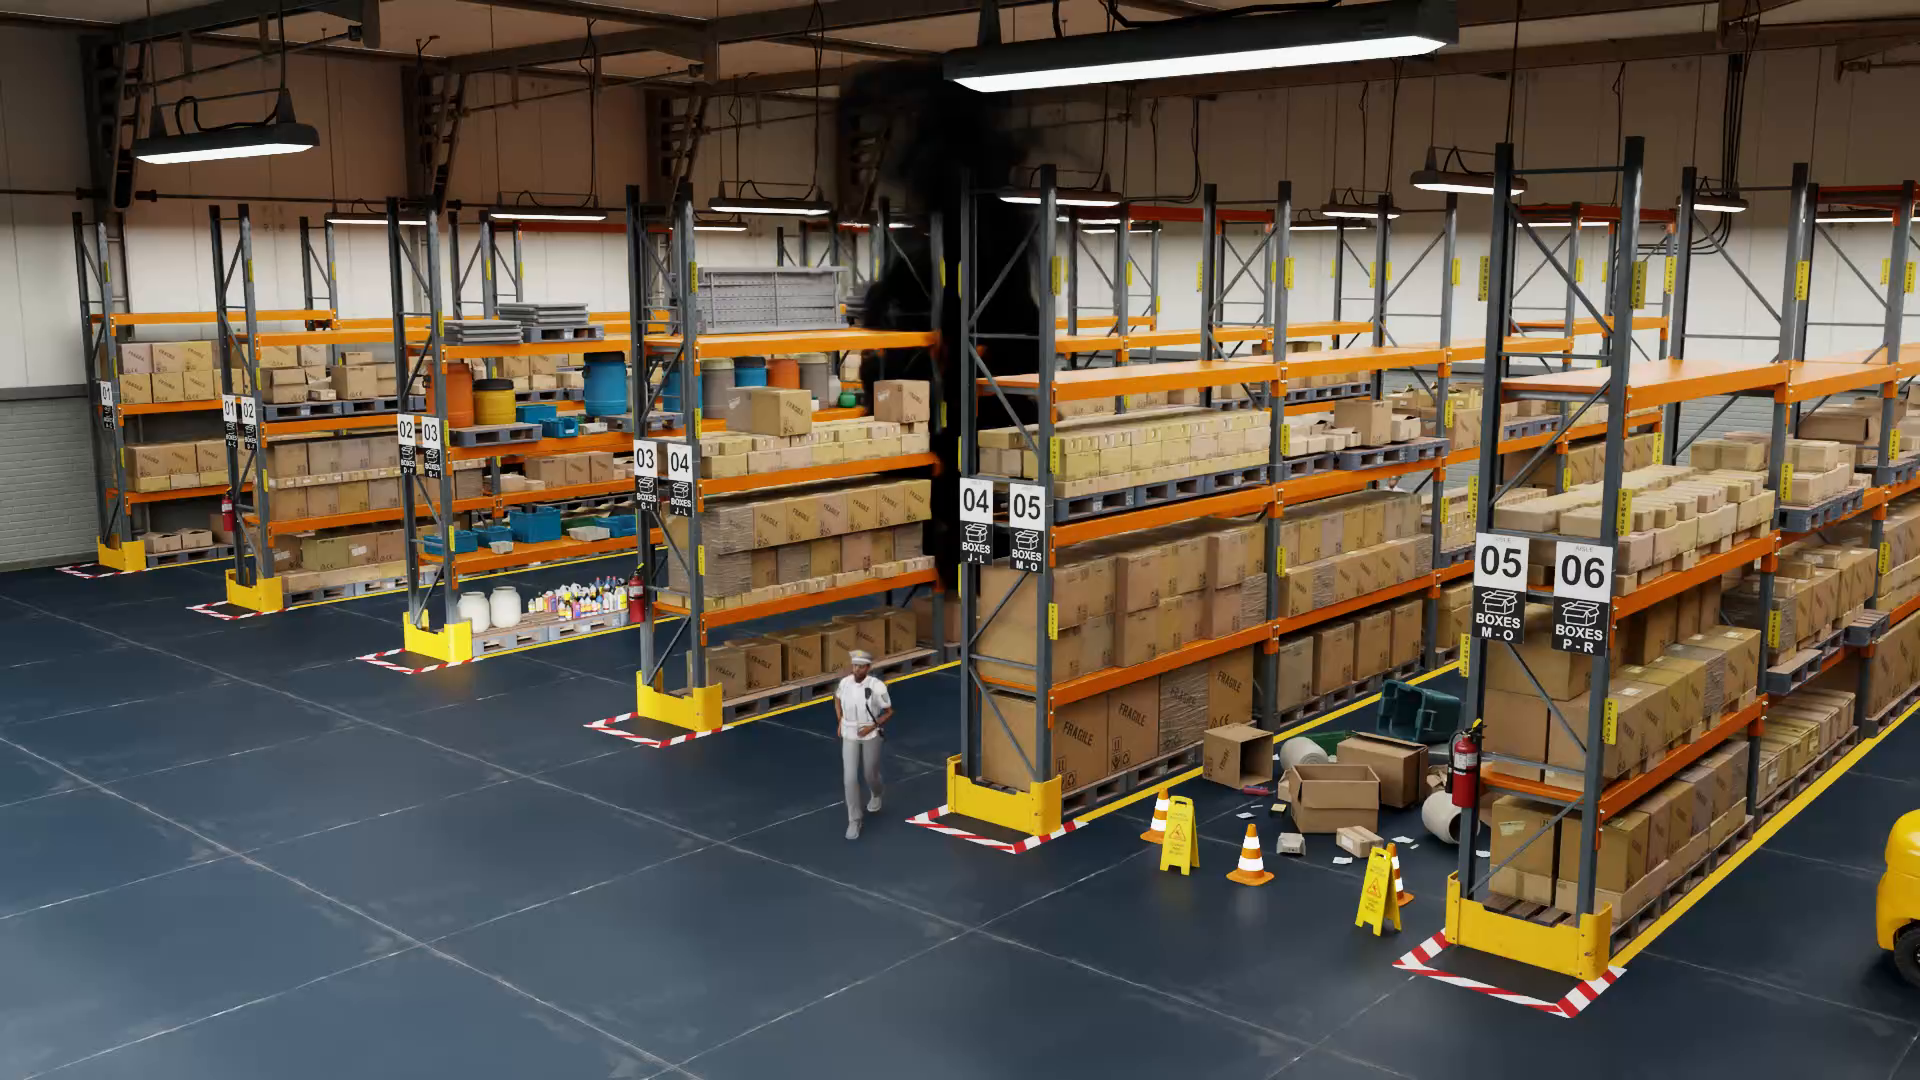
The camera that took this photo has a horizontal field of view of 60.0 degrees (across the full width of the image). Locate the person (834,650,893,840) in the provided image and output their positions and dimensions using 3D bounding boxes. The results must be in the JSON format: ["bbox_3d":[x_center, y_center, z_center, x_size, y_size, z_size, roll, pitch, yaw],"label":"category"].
[{"bbox_3d":[-0.892,1.819,15.322,0.595,1.714,0.826,2,10,11],"label":"person"}]

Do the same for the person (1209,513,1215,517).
[{"bbox_3d":[3.491,0.396,23.690,0.671,1.743,0.610,7,12,35],"label":"person"}]

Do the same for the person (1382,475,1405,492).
[{"bbox_3d":[7.262,-0.330,28.143,0.589,1.692,0.667,7,12,36],"label":"person"}]
